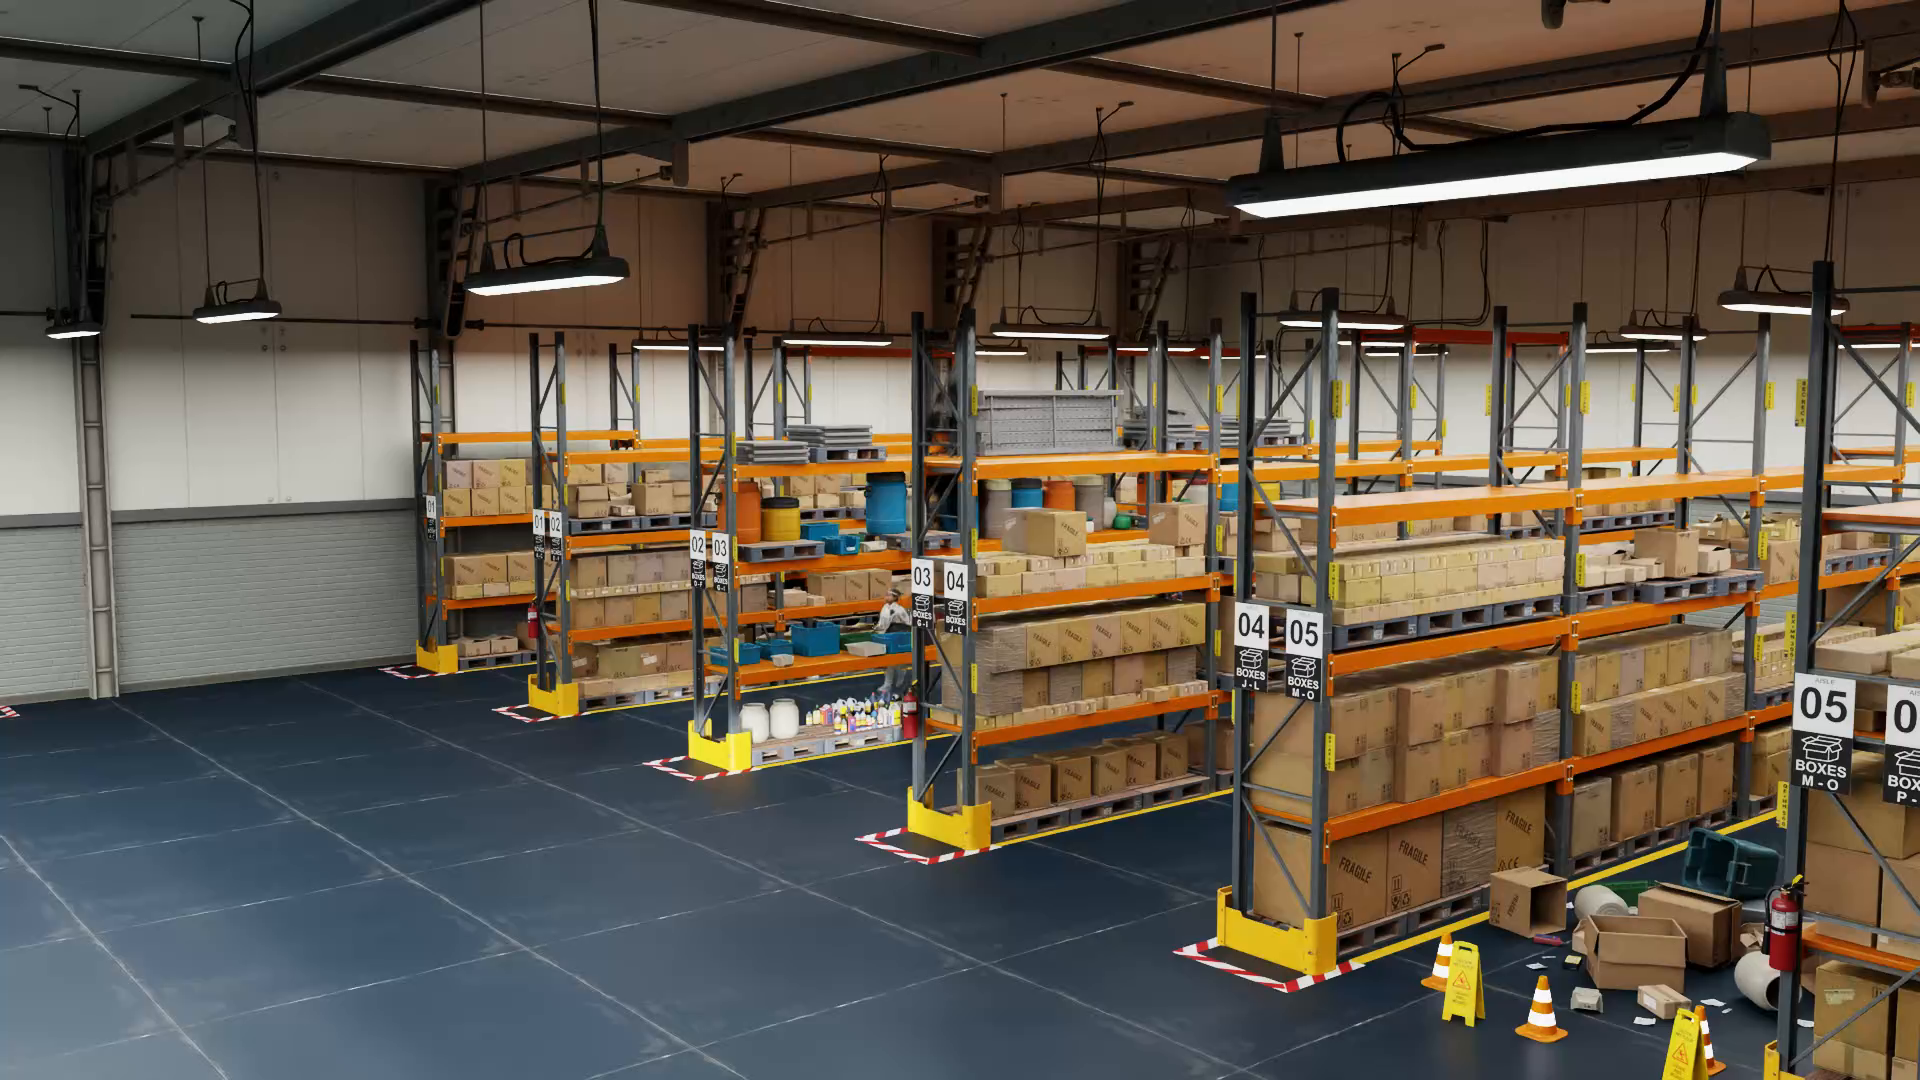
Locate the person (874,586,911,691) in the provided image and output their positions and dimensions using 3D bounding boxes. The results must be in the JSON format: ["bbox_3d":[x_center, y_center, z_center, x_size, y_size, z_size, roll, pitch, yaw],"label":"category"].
[{"bbox_3d":[-1.082,1.579,26.679,0.618,1.664,0.619,-5,7,-42],"label":"person"}]
